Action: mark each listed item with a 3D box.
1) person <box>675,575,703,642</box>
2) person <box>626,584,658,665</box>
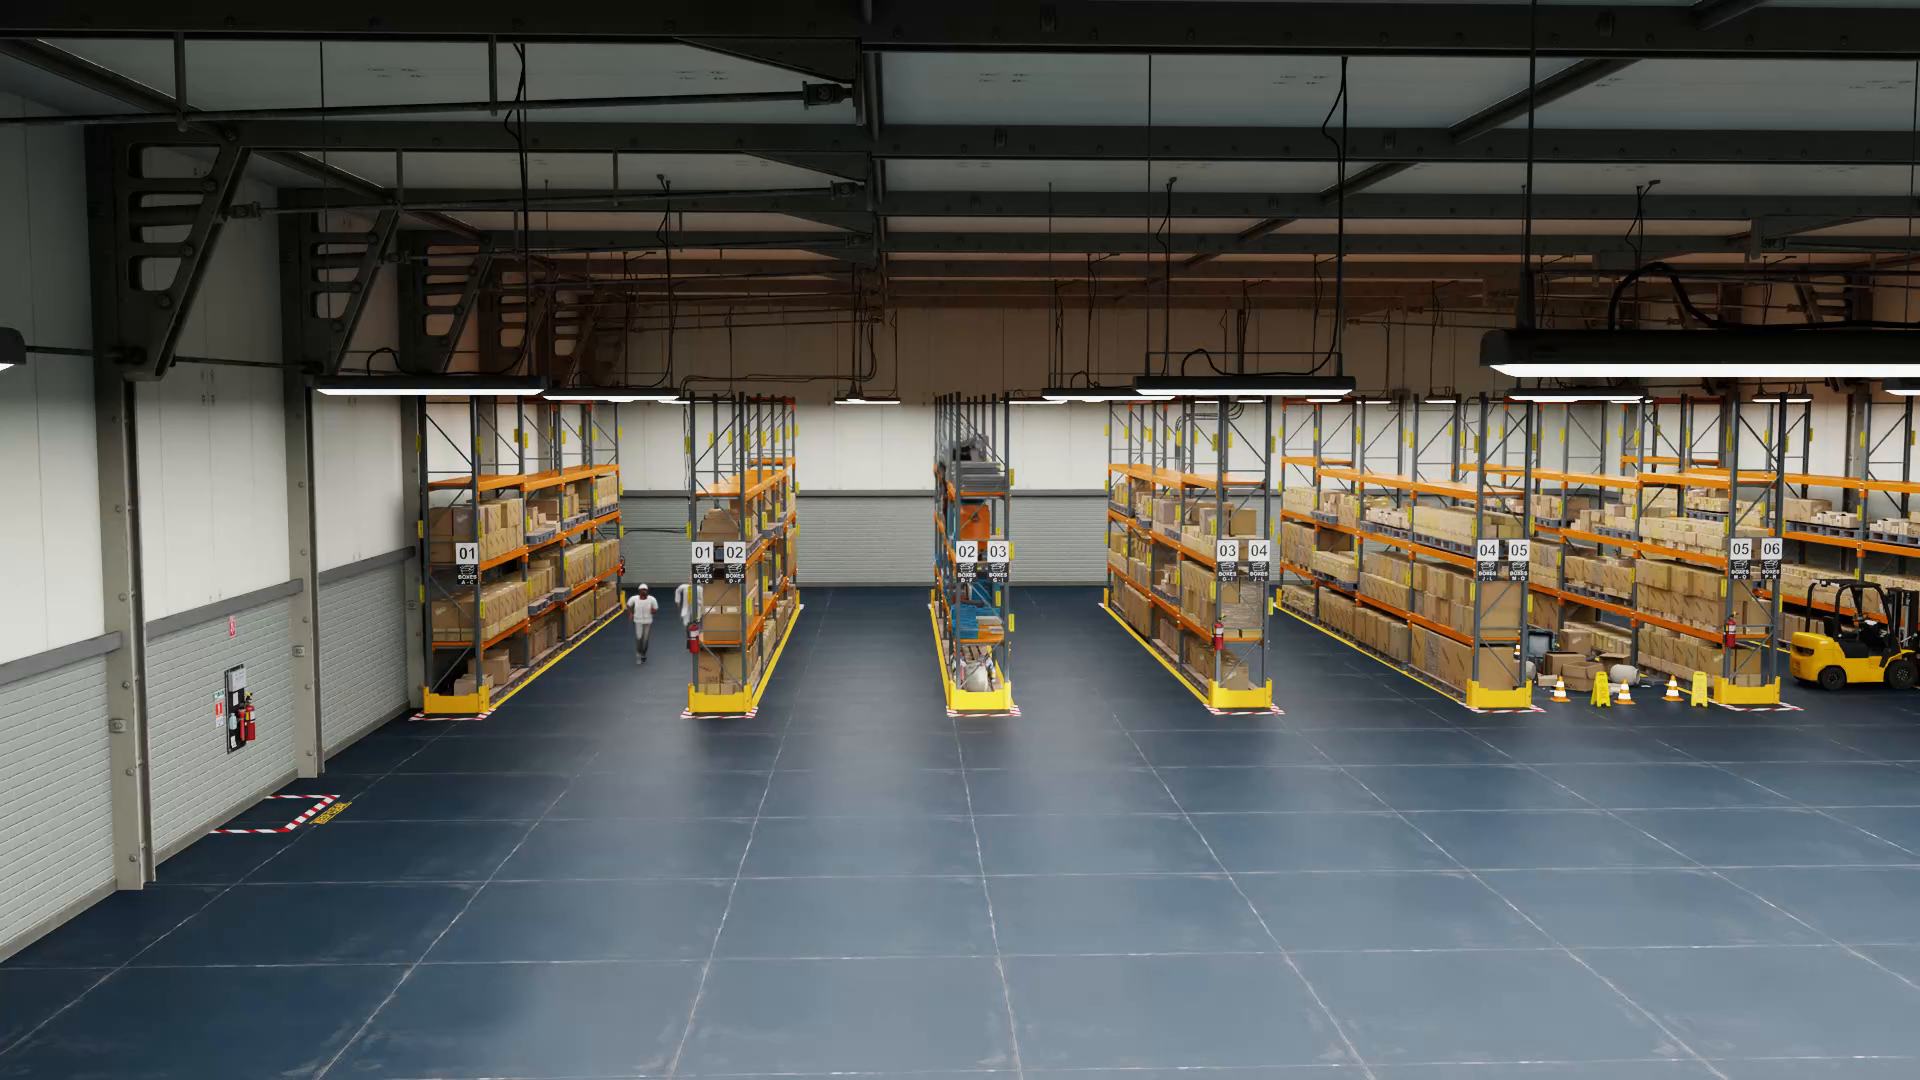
[{"bbox_3d":[-6.386,1.694,39.345,0.755,1.732,0.812,0,5,-1],"label":"person"},{"bbox_3d":[-7.067,1.880,37.110,0.672,1.824,0.766,-1,5,-18],"label":"person"}]
